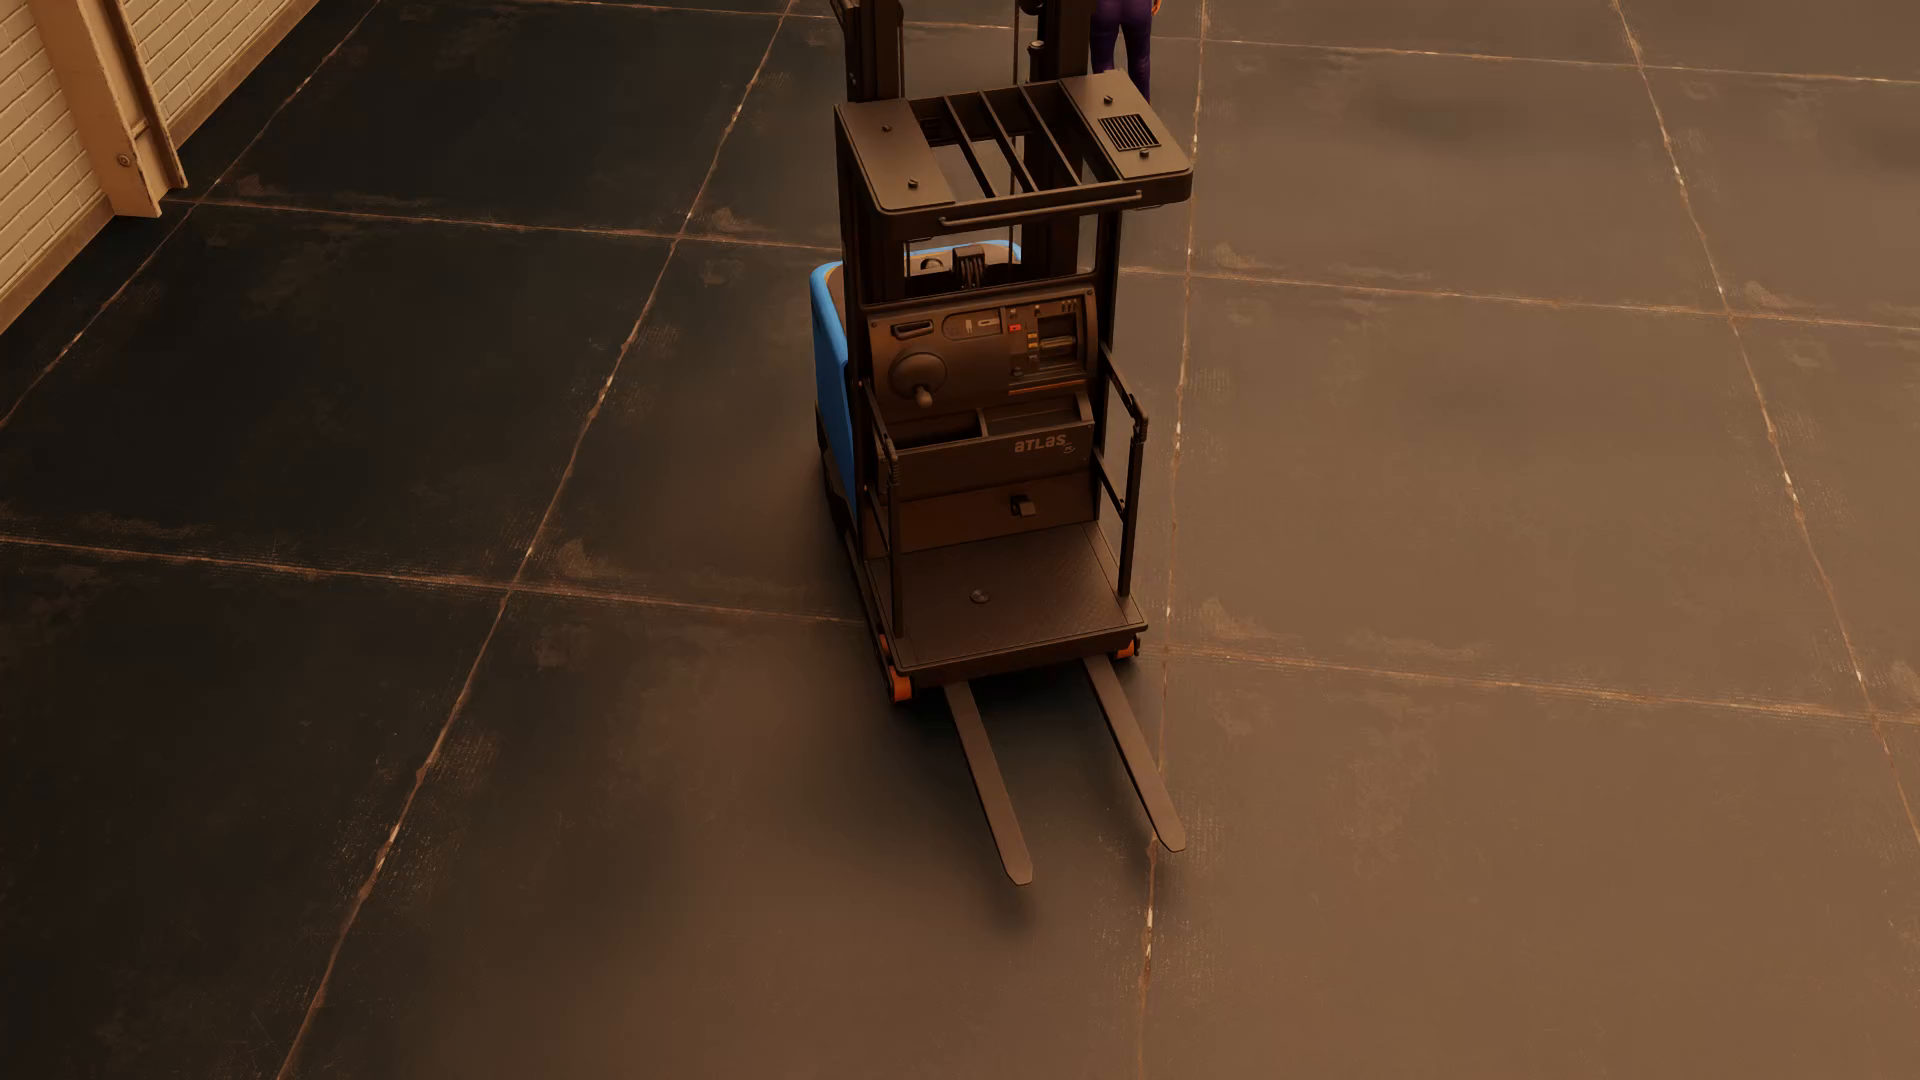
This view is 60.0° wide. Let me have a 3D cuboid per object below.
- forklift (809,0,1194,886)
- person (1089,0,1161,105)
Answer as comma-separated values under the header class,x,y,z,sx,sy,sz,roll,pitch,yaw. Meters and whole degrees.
class,x,y,z,sx,sy,sz,roll,pitch,yaw
forklift,0.153,-0.681,6.465,1.130,2.935,3.031,-10,44,-11
person,0.979,-3.342,10.300,0.599,1.652,0.504,-5,43,-5
